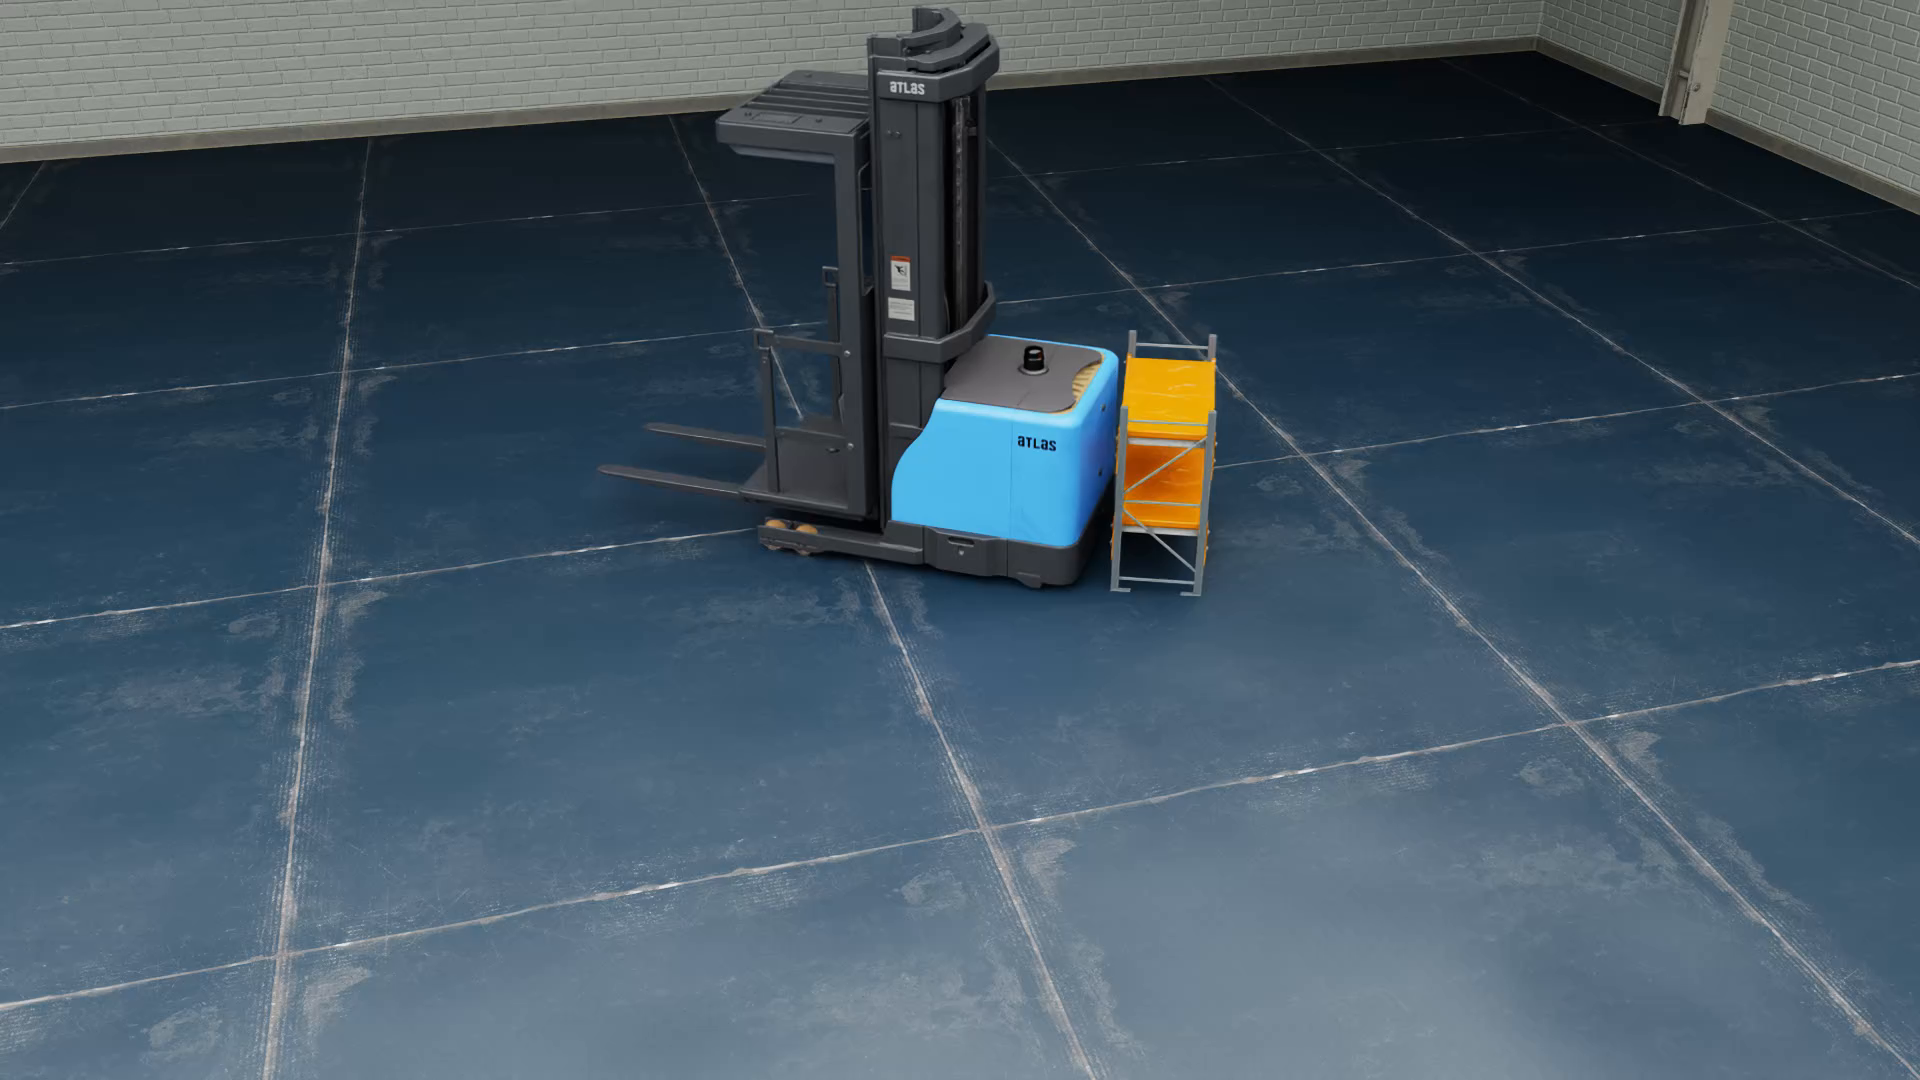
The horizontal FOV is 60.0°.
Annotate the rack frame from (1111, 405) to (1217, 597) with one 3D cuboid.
[{"bbox_3d":[1.089,-0.195,8.964,0.500,1.125,0.032,4,30,7],"label":"rack frame"}]

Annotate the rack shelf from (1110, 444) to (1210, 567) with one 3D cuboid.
[{"bbox_3d":[1.156,-0.236,9.522,0.538,0.278,1.000,4,30,7],"label":"rack shelf"}]

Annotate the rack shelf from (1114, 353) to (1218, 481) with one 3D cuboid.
[{"bbox_3d":[1.156,-0.701,9.253,0.538,0.278,1.000,4,30,7],"label":"rack shelf"}]

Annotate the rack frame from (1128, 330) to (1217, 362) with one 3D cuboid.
[{"bbox_3d":[1.223,-0.700,9.836,0.500,1.125,0.032,4,30,7],"label":"rack frame"}]

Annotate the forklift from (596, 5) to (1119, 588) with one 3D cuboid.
[{"bbox_3d":[-0.656,-1.425,9.287,3.031,2.935,1.130,9,31,15],"label":"forklift"}]

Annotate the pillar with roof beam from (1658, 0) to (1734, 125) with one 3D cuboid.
[{"bbox_3d":[3.383,-7.718,14.101,9.100,9.000,0.400,-8,31,-13],"label":"pillar with roof beam"}]

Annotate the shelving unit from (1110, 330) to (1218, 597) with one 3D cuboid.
[{"bbox_3d":[1.156,-0.448,9.400,0.538,1.125,1.048,4,30,7],"label":"shelving unit"}]
